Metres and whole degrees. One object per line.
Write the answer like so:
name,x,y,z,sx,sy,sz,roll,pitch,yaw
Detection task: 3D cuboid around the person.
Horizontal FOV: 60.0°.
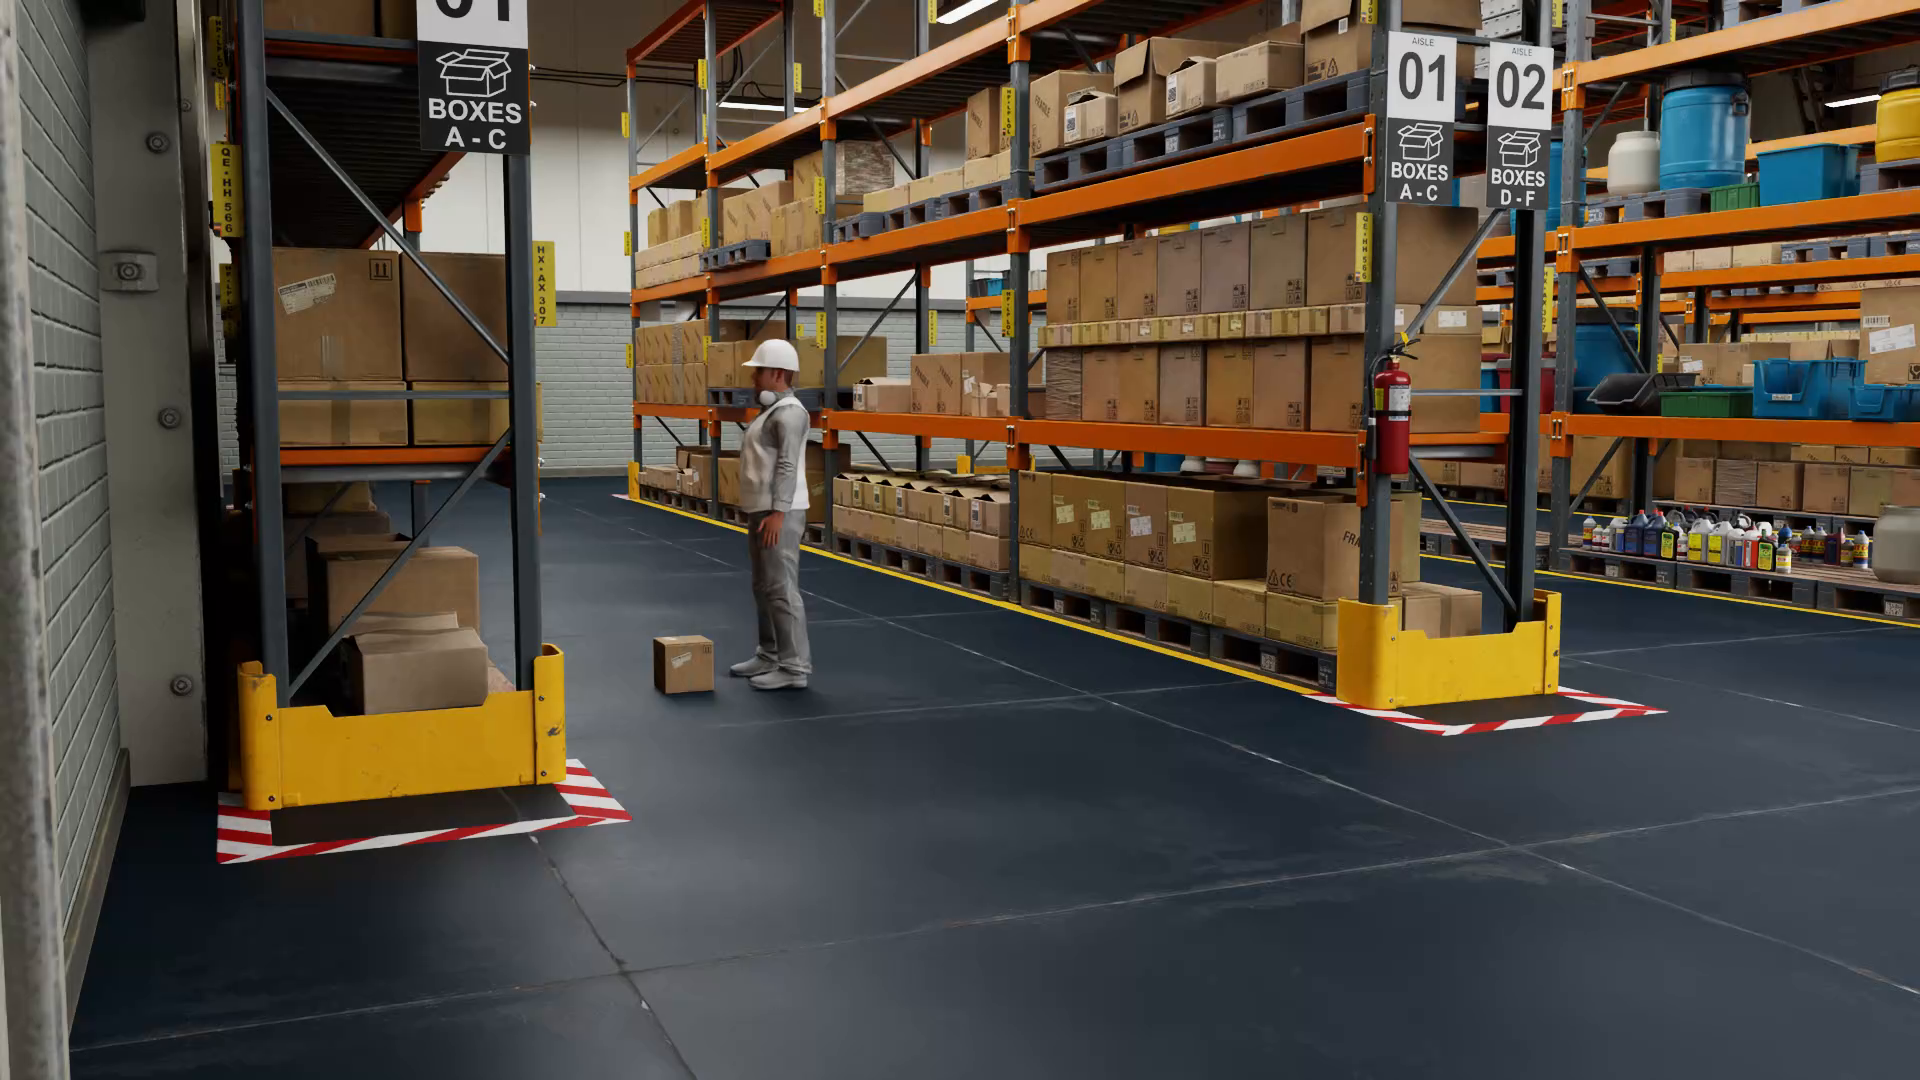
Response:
person,-0.985,-0.144,8.605,0.394,1.778,0.589,-1,6,-15
